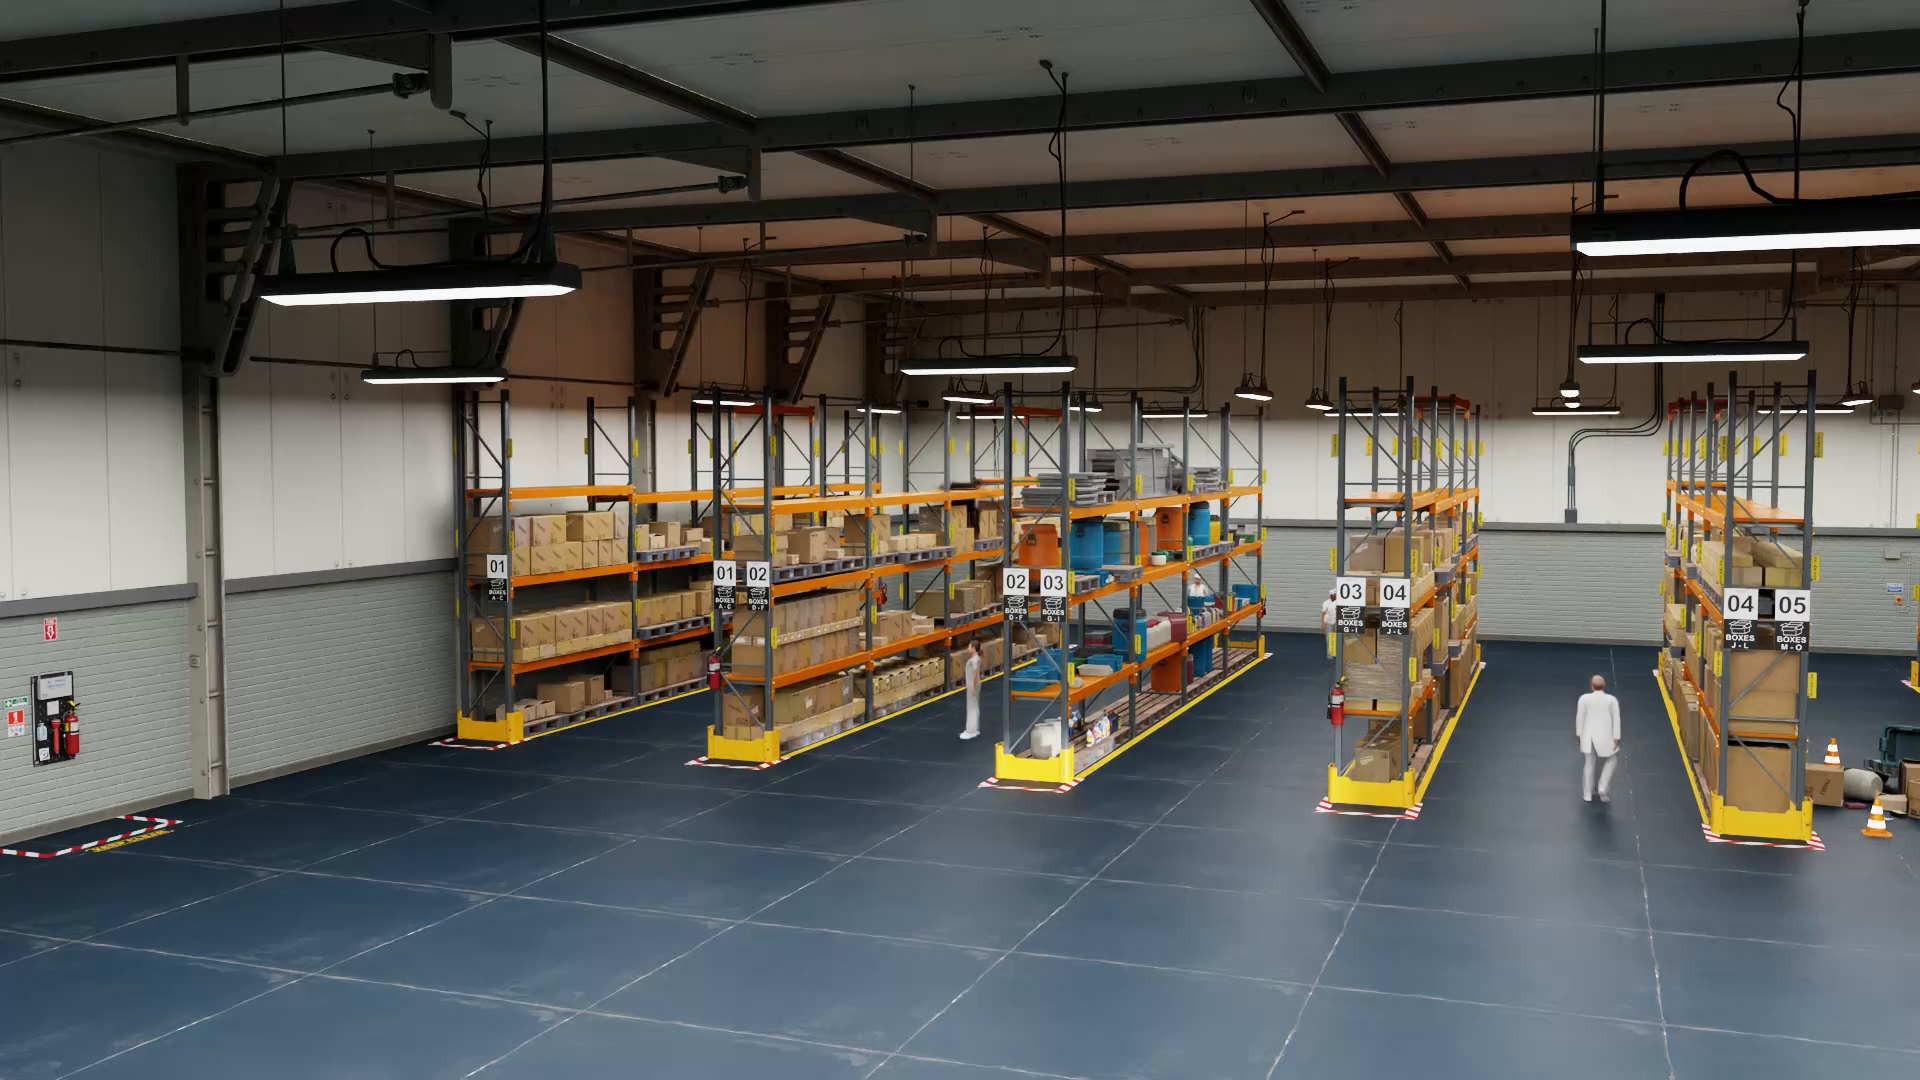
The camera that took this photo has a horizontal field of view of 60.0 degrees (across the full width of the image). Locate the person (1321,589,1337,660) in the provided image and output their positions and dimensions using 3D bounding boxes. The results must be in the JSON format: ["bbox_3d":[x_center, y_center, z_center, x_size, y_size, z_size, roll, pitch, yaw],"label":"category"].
[{"bbox_3d":[8.888,2.007,39.599,0.586,1.680,0.443,0,3,-4],"label":"person"}]

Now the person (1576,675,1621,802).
[{"bbox_3d":[9.030,2.829,23.529,0.627,1.834,0.509,3,4,45],"label":"person"}]

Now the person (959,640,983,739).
[{"bbox_3d":[0.207,2.579,28.859,0.413,1.688,0.468,0,3,5],"label":"person"}]

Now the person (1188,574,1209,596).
[{"bbox_3d":[6.106,1.757,42.700,0.567,1.792,0.482,0,3,0],"label":"person"}]
